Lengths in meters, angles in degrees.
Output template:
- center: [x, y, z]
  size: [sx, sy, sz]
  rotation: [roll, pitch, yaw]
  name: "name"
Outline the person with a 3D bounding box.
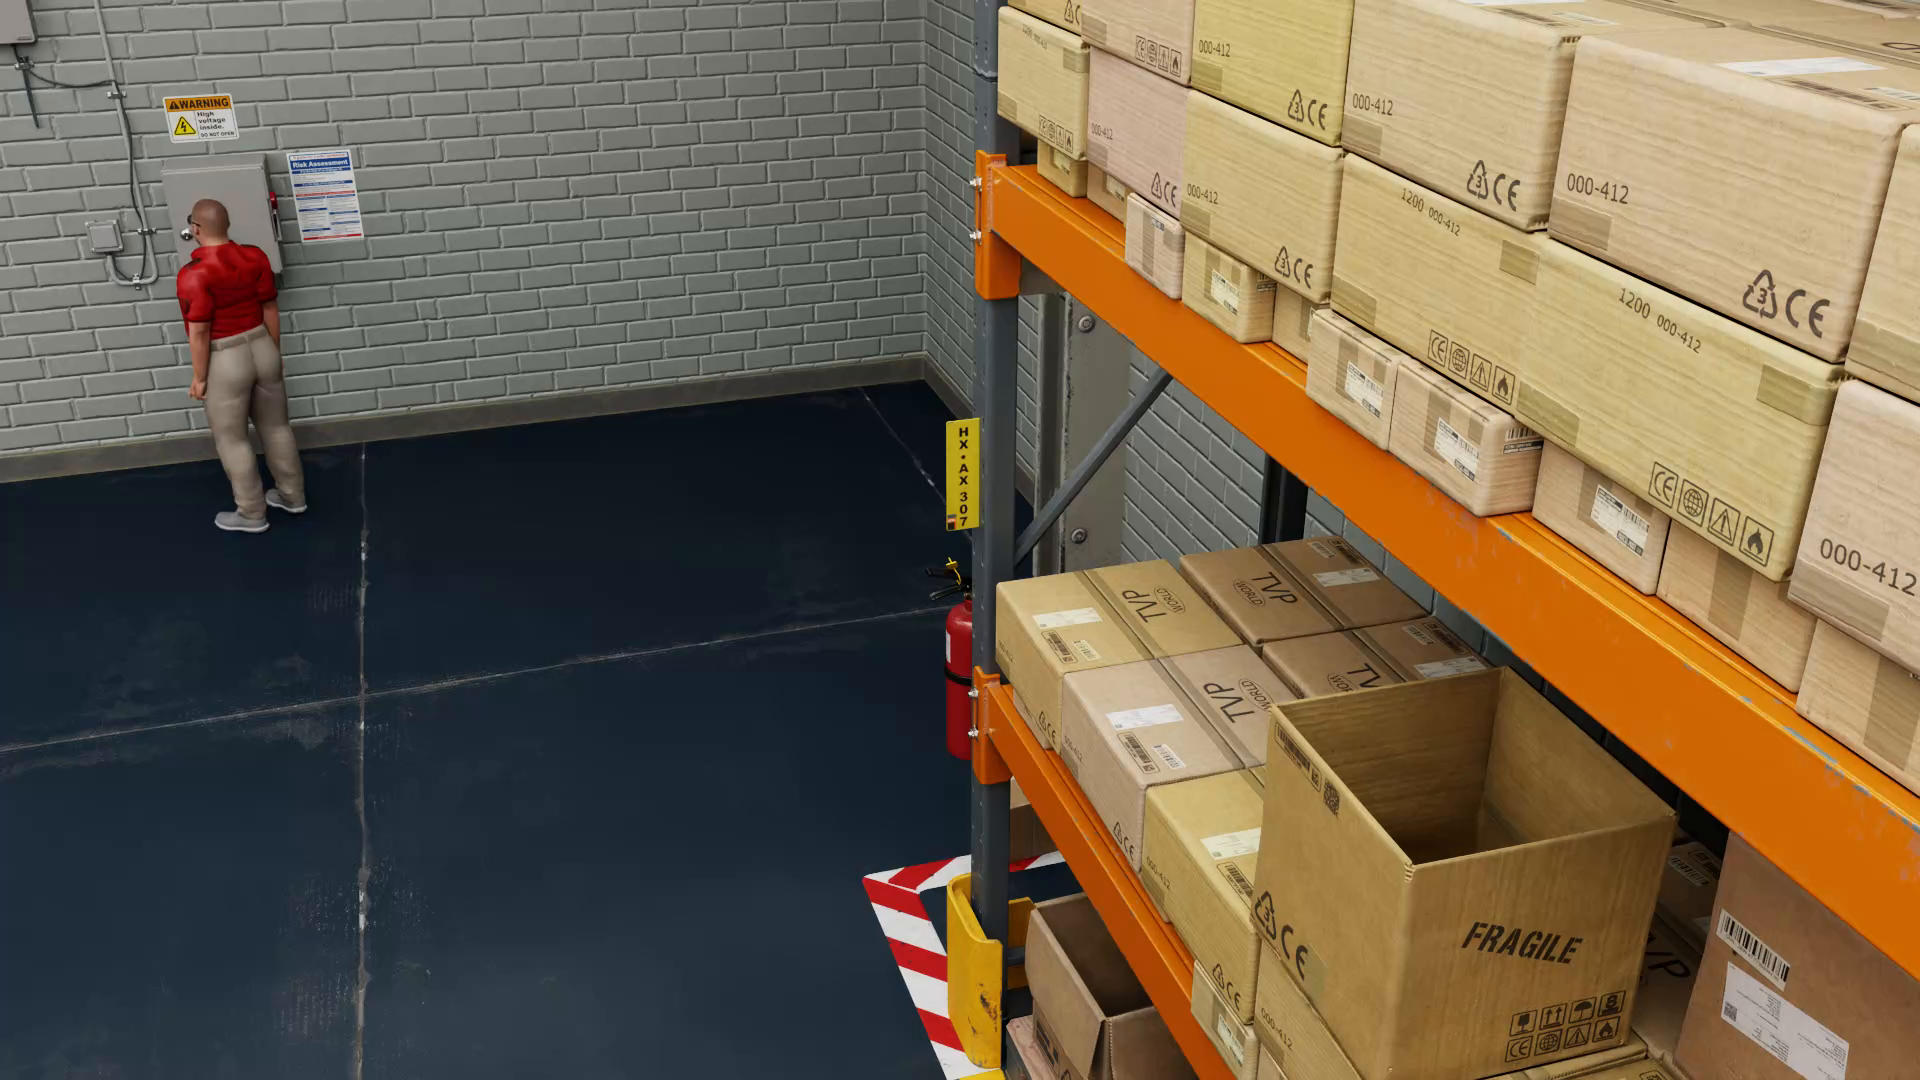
- center: [-3.684, -0.883, 8.431]
  size: [0.386, 1.727, 0.520]
  rotation: [14, 30, 27]
  name: "person"
